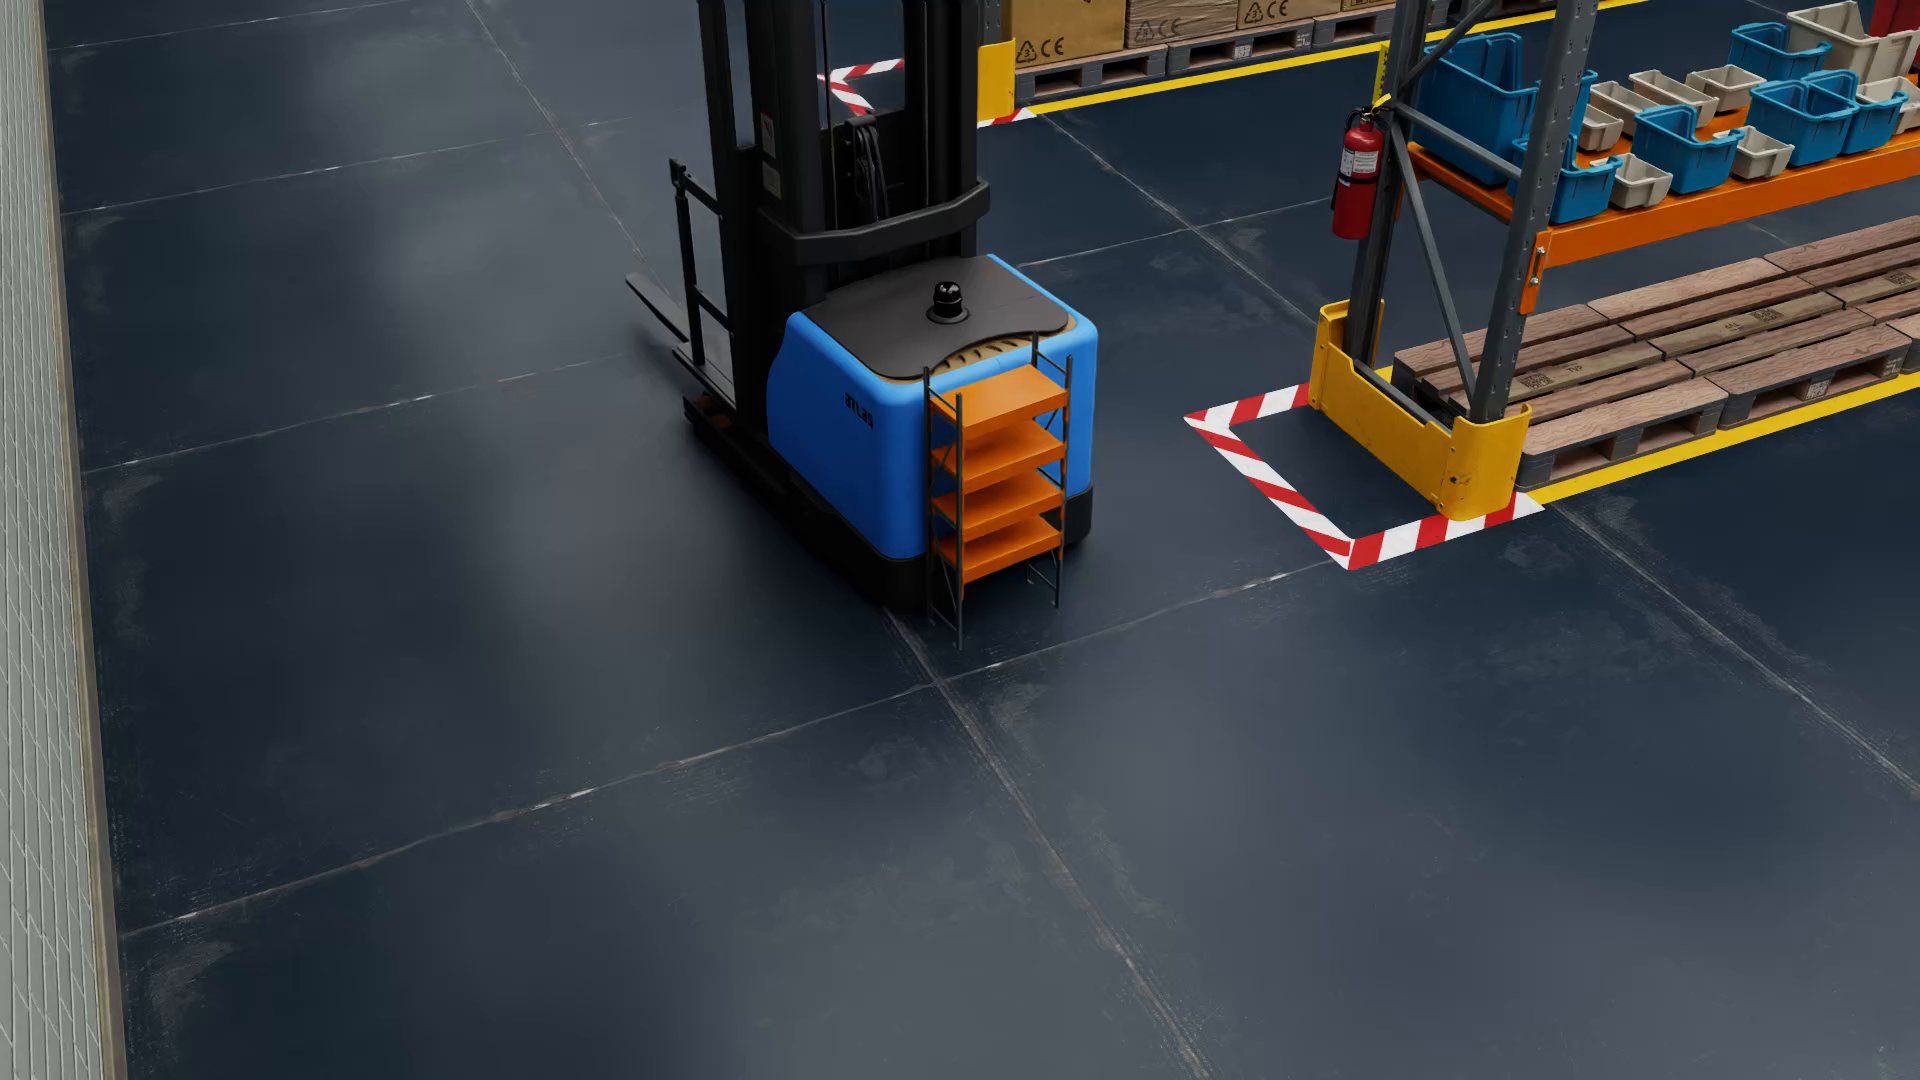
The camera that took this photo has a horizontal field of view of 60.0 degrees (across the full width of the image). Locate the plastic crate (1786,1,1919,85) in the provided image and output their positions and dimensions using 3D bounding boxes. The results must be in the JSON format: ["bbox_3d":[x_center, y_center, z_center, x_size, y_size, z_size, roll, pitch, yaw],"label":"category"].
[{"bbox_3d":[4.264,-2.347,7.945,0.530,0.282,0.437,-16,39,-20],"label":"plastic crate"}]

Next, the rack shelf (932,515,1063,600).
[{"bbox_3d":[0.141,0.038,6.638,0.480,0.148,0.258,-21,42,-26],"label":"rack shelf"}]

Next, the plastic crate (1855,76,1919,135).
[{"bbox_3d":[4.276,-1.973,7.563,0.466,0.136,0.293,-16,39,-20],"label":"plastic crate"}]

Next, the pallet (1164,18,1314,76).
[{"bbox_3d":[1.793,-3.747,12.125,1.213,0.211,1.003,-16,39,-20],"label":"pallet"}]

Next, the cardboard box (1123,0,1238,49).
[{"bbox_3d":[1.369,-4.067,11.646,0.875,0.875,0.875,-16,39,-20],"label":"cardboard box"}]

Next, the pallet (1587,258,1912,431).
[{"bbox_3d":[3.970,-1.019,8.447,1.213,0.211,1.003,-16,39,-20],"label":"pallet"}]

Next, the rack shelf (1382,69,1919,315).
[{"bbox_3d":[3.915,-1.862,7.847,4.000,0.370,1.077,-16,39,-20],"label":"rack shelf"}]

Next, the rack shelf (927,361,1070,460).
[{"bbox_3d":[0.142,-0.491,6.245,0.480,0.148,0.258,-21,42,-26],"label":"rack shelf"}]

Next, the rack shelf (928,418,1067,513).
[{"bbox_3d":[0.141,-0.301,6.386,0.480,0.148,0.258,-21,42,-26],"label":"rack shelf"}]

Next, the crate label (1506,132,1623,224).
[{"bbox_3d":[2.467,-1.487,6.827,0.303,0.233,0.416,-16,39,-20],"label":"crate label"}]

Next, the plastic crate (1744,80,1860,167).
[{"bbox_3d":[3.659,-1.820,7.276,0.300,0.233,0.416,-16,39,-20],"label":"plastic crate"}]

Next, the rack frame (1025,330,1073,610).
[{"bbox_3d":[0.346,-0.255,6.586,0.015,1.200,0.240,-21,42,-26],"label":"rack frame"}]

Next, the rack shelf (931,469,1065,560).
[{"bbox_3d":[0.141,-0.122,6.519,0.480,0.148,0.258,-21,42,-26],"label":"rack shelf"}]

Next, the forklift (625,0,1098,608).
[{"bbox_3d":[-0.658,-1.743,7.140,1.130,2.935,3.031,-21,42,-26],"label":"forklift"}]

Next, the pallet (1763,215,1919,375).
[{"bbox_3d":[5.076,-1.331,8.867,1.213,0.211,1.003,-16,39,-20],"label":"pallet"}]

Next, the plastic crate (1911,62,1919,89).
[{"bbox_3d":[4.826,-2.143,7.802,0.590,0.125,0.437,-16,39,-20],"label":"plastic crate"}]

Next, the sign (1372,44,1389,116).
[{"bbox_3d":[1.856,-2.003,7.296,0.005,0.325,0.100,-16,39,-20],"label":"sign"}]

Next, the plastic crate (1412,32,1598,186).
[{"bbox_3d":[2.328,-1.869,7.172,0.499,0.435,0.616,-16,39,-20],"label":"plastic crate"}]

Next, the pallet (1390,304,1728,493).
[{"bbox_3d":[2.867,-0.713,8.034,1.213,0.211,1.003,-16,39,-20],"label":"pallet"}]

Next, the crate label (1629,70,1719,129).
[{"bbox_3d":[3.276,-2.017,7.622,0.243,0.136,0.396,-16,39,-20],"label":"crate label"}]

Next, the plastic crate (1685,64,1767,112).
[{"bbox_3d":[3.536,-2.102,7.736,0.250,0.136,0.298,-16,39,-20],"label":"plastic crate"}]

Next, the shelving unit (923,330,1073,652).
[{"bbox_3d":[0.141,-0.176,6.479,0.503,1.200,0.258,-21,42,-26],"label":"shelving unit"}]

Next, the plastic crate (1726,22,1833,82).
[{"bbox_3d":[3.854,-2.260,7.869,0.300,0.233,0.416,-16,39,-20],"label":"plastic crate"}]

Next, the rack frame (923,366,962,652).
[{"bbox_3d":[-0.063,-0.096,6.372,0.015,1.200,0.240,-21,42,-26],"label":"rack frame"}]

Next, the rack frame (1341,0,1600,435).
[{"bbox_3d":[2.104,-1.645,6.950,0.127,3.000,1.000,-16,39,-20],"label":"rack frame"}]

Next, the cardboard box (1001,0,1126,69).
[{"bbox_3d":[0.545,-3.837,11.336,0.875,0.875,0.875,-16,39,-20],"label":"cardboard box"}]

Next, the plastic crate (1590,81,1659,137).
[{"bbox_3d":[3.034,-1.933,7.509,0.243,0.136,0.396,-16,39,-20],"label":"plastic crate"}]

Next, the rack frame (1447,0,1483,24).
[{"bbox_3d":[3.621,-5.329,11.916,0.127,3.000,1.000,-16,39,-20],"label":"rack frame"}]

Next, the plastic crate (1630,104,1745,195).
[{"bbox_3d":[3.063,-1.654,7.052,0.300,0.233,0.416,-16,39,-20],"label":"plastic crate"}]

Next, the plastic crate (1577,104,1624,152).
[{"bbox_3d":[2.765,-1.867,7.421,0.243,0.136,0.396,-16,39,-20],"label":"plastic crate"}]

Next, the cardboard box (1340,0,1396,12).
[{"bbox_3d":[2.989,-4.520,12.257,0.875,0.875,0.875,-16,39,-20],"label":"cardboard box"}]

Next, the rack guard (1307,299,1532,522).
[{"bbox_3d":[2.088,-0.628,7.677,0.348,0.500,1.175,-16,39,-20],"label":"rack guard"}]

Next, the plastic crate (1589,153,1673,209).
[{"bbox_3d":[2.793,-1.485,6.905,0.298,0.136,0.250,-16,39,-20],"label":"plastic crate"}]

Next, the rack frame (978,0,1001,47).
[{"bbox_3d":[0.000,-4.316,10.551,0.127,3.000,1.000,-16,39,-20],"label":"rack frame"}]

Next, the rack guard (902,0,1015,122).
[{"bbox_3d":[-0.022,-3.306,11.288,0.348,0.500,1.175,-16,39,-20],"label":"rack guard"}]

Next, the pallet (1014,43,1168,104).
[{"bbox_3d":[0.690,-3.441,11.712,1.213,0.211,1.003,-16,39,-20],"label":"pallet"}]

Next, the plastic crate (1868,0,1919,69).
[{"bbox_3d":[4.810,-2.617,8.156,0.583,0.464,0.402,-16,39,-20],"label":"plastic crate"}]

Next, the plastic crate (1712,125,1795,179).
[{"bbox_3d":[3.407,-1.657,7.136,0.298,0.136,0.250,-16,39,-20],"label":"plastic crate"}]

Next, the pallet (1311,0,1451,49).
[{"bbox_3d":[2.899,-4.058,12.544,1.213,0.211,1.003,-16,39,-20],"label":"pallet"}]

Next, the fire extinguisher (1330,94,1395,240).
[{"bbox_3d":[1.774,-1.671,7.363,0.183,0.674,0.296,-16,39,-20],"label":"fire extinguisher"}]

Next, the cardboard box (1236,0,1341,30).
[{"bbox_3d":[2.174,-4.292,11.950,0.875,0.875,0.875,-16,39,-20],"label":"cardboard box"}]

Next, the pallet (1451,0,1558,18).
[{"bbox_3d":[4.287,-4.445,13.065,1.213,0.211,1.003,-16,39,-20],"label":"pallet"}]

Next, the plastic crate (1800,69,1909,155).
[{"bbox_3d":[3.931,-1.896,7.379,0.300,0.233,0.416,-16,39,-20],"label":"plastic crate"}]
